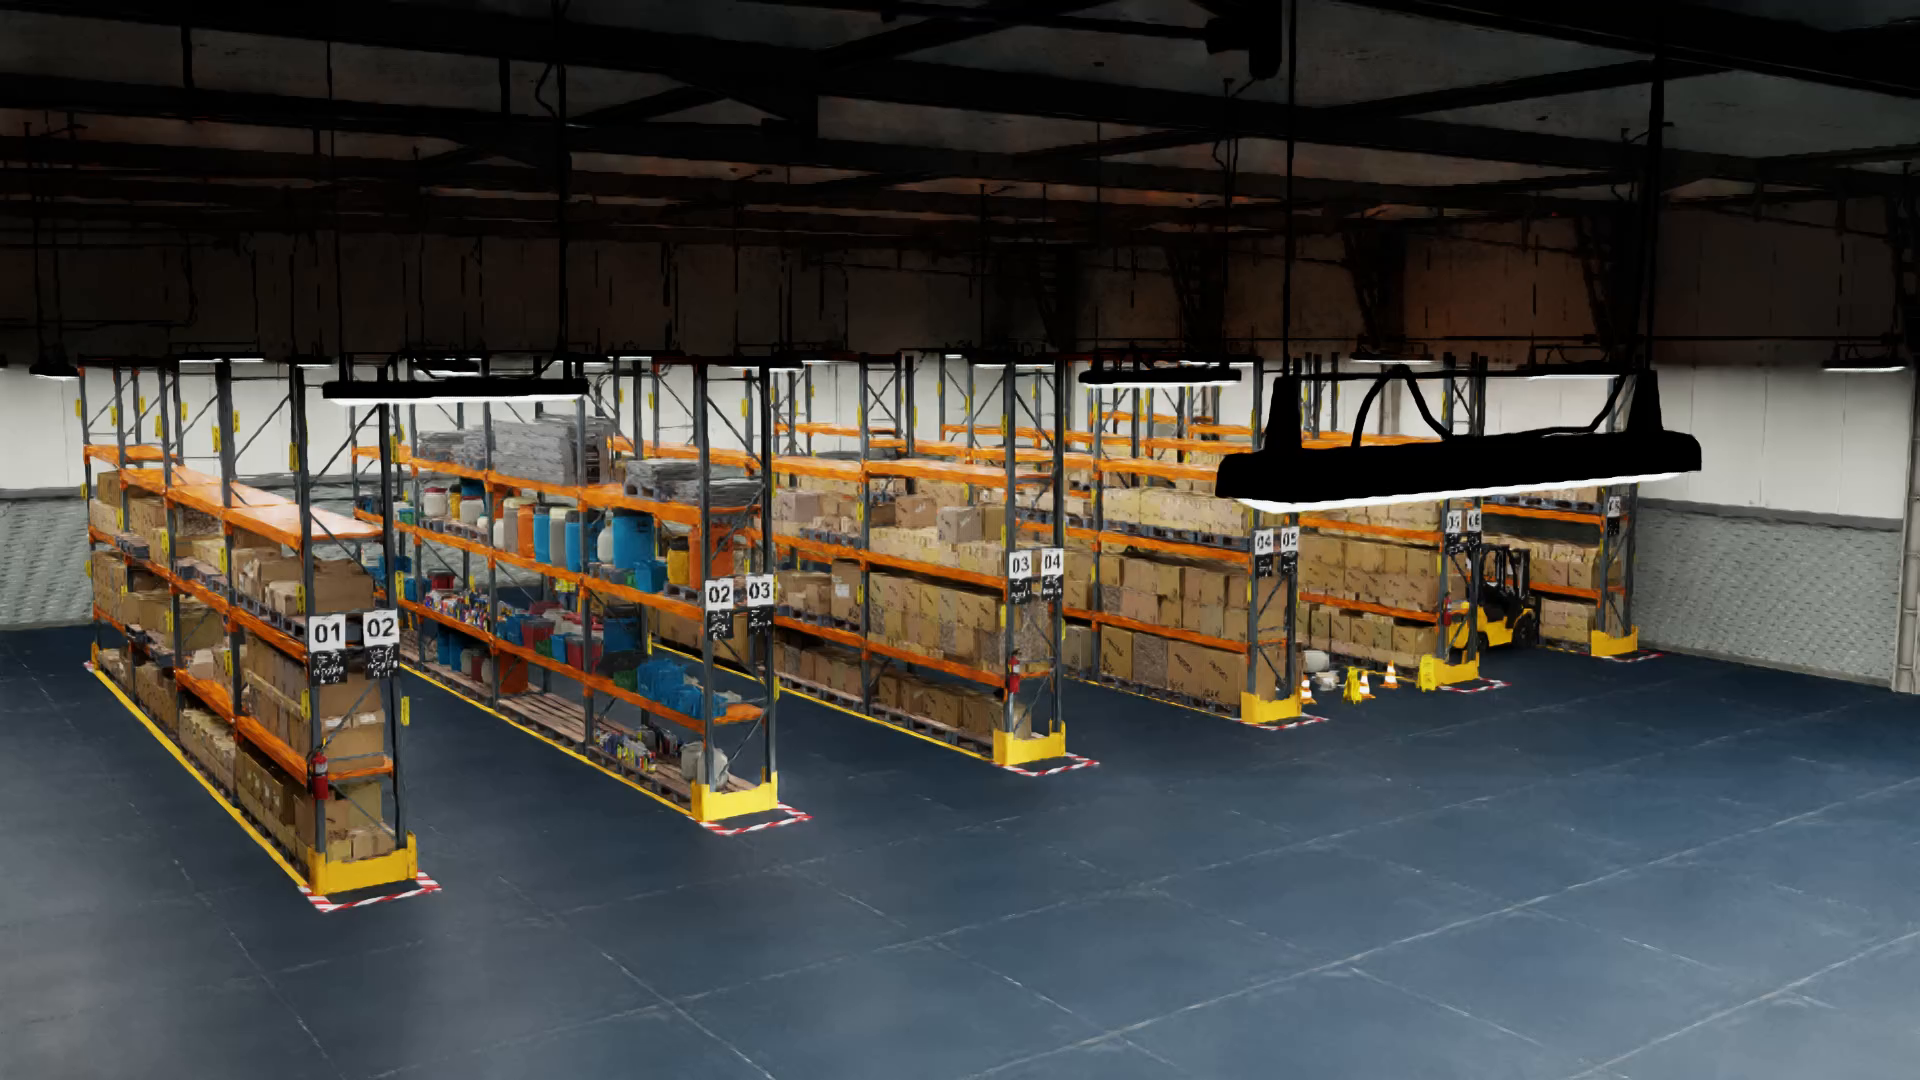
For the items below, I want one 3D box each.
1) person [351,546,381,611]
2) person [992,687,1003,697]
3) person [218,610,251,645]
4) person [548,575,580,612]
[{"bbox_3d":[-13.811,0.905,38.163,0.817,1.594,0.620,5,9,37],"label":"person"},{"bbox_3d":[0.771,2.263,27.758,0.416,1.417,1.029,-5,9,-36],"label":"person"},{"bbox_3d":[-13.871,1.639,31.931,0.682,1.675,0.529,-5,9,-38],"label":"person"},{"bbox_3d":[-8.600,1.119,36.221,0.719,1.679,0.543,-5,9,-36],"label":"person"}]
